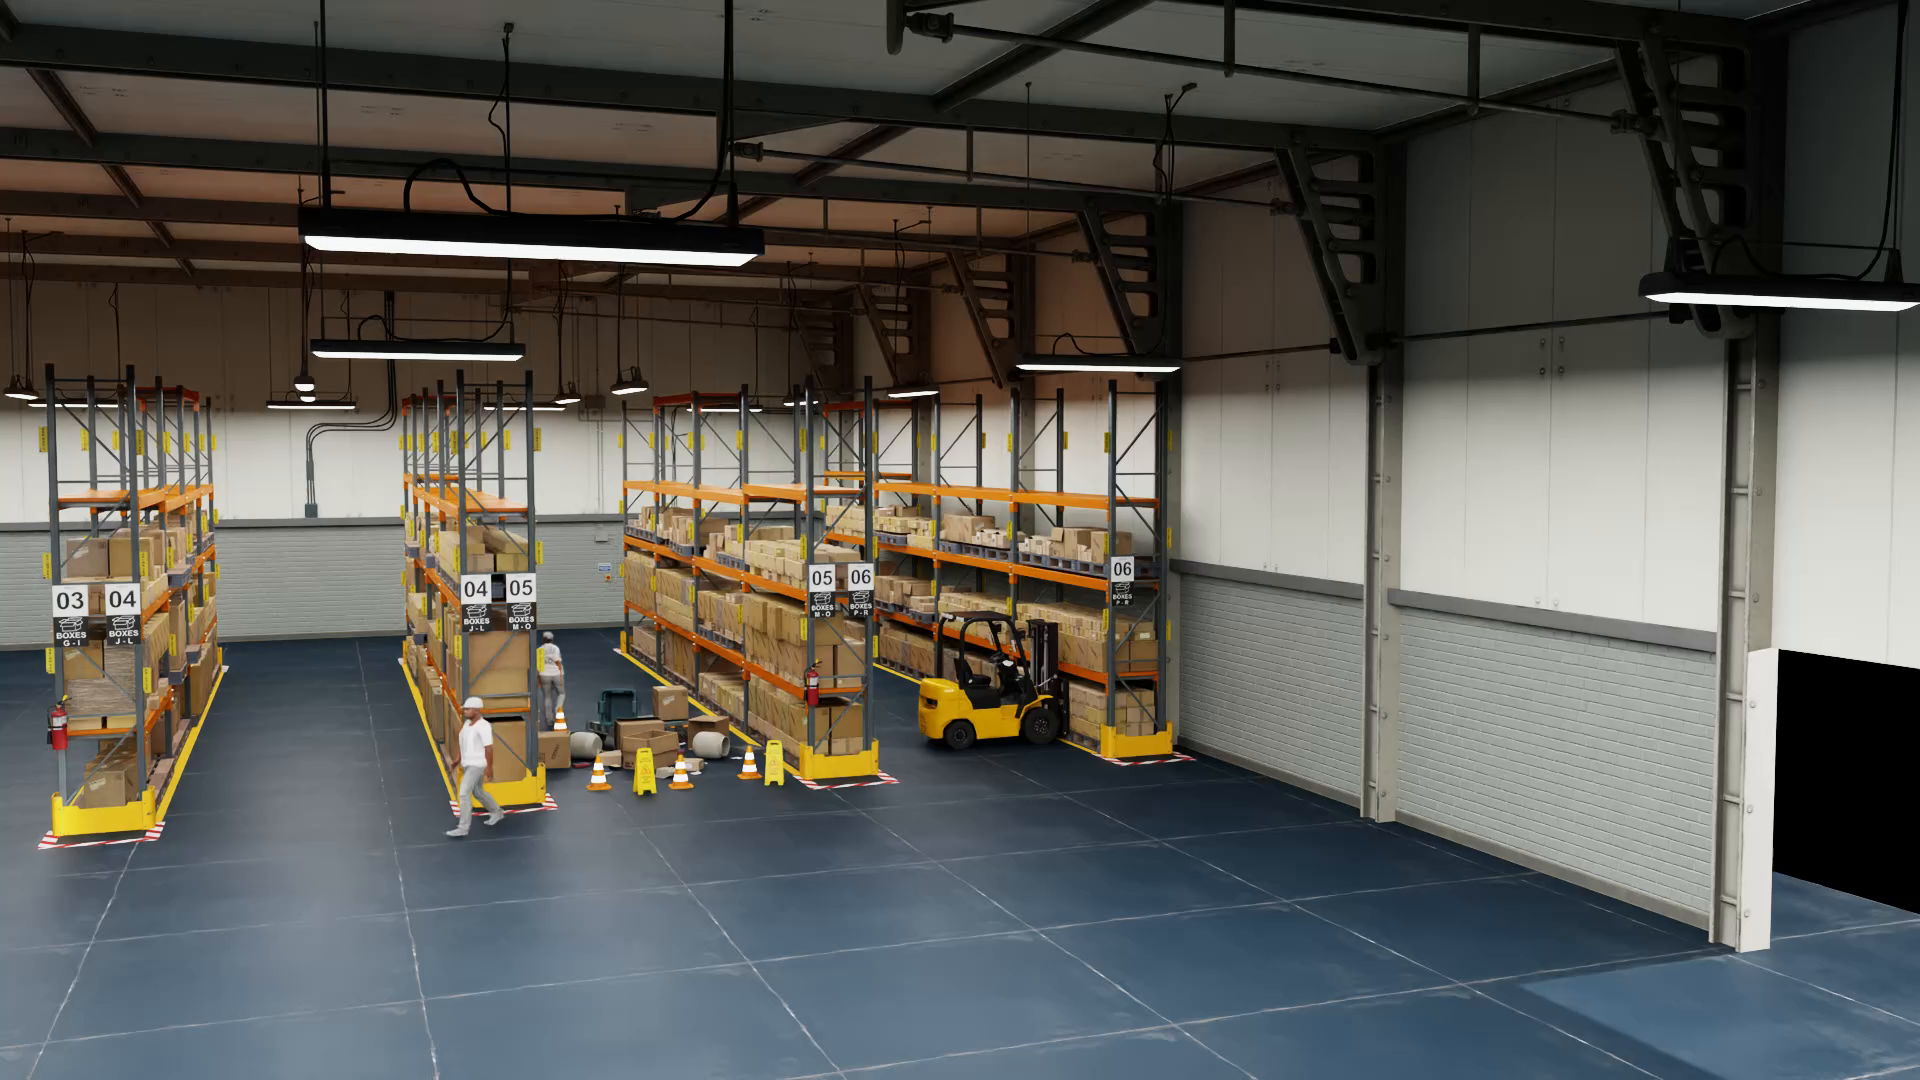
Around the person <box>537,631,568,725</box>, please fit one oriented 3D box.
[{"bbox_3d":[-7.248,2.447,29.487,0.546,1.653,0.512,-1,3,-12],"label":"person"}]

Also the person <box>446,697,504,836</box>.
[{"bbox_3d":[-6.256,2.889,21.403,0.888,1.738,0.564,-3,4,-37],"label":"person"}]
